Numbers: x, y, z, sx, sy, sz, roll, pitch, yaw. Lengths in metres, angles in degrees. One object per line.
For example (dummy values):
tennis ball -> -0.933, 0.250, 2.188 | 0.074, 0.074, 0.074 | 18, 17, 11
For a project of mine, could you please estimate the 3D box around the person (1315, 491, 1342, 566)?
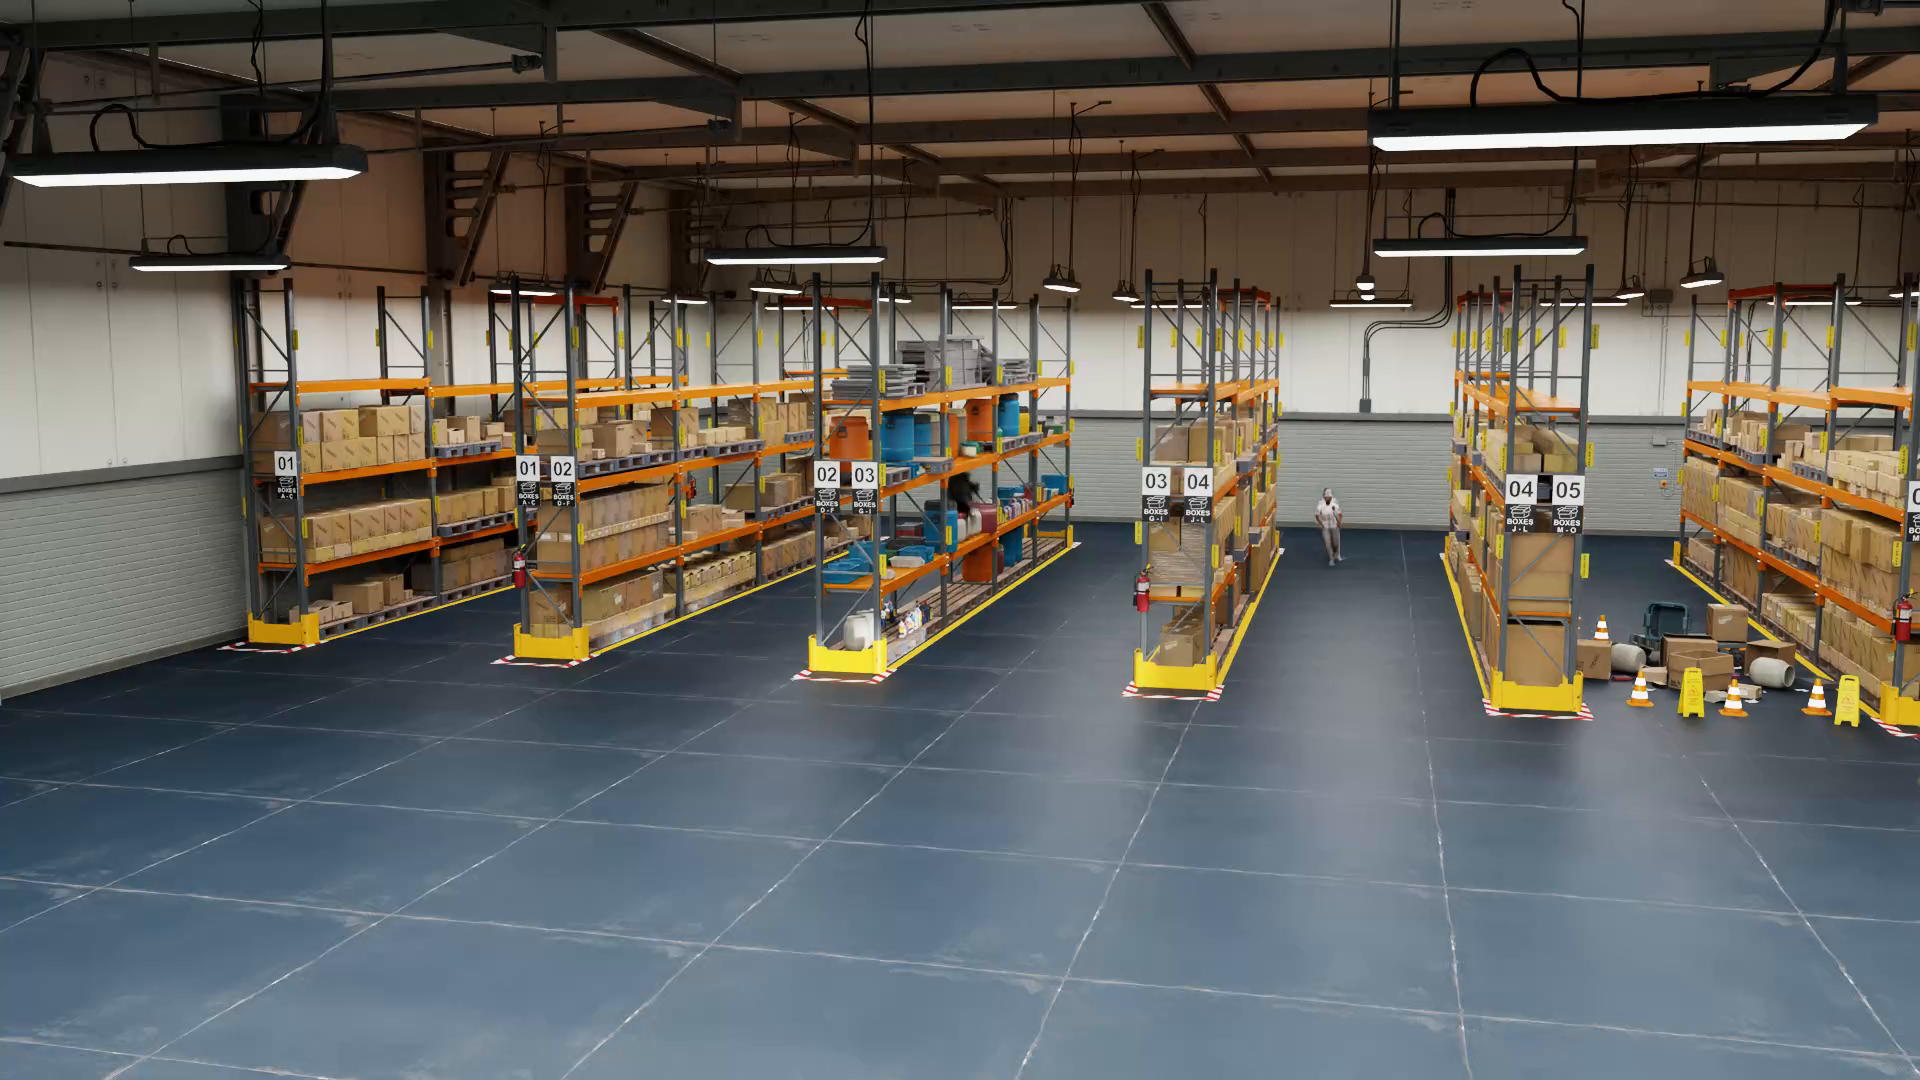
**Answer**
person -> 8.266, -0.279, 37.320 | 0.599, 1.667, 0.600 | 1, 7, 10

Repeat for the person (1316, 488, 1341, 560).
person -> 4.565, -0.230, 37.020 | 8.607, 1.644, 3.123 | 0, 7, -3
